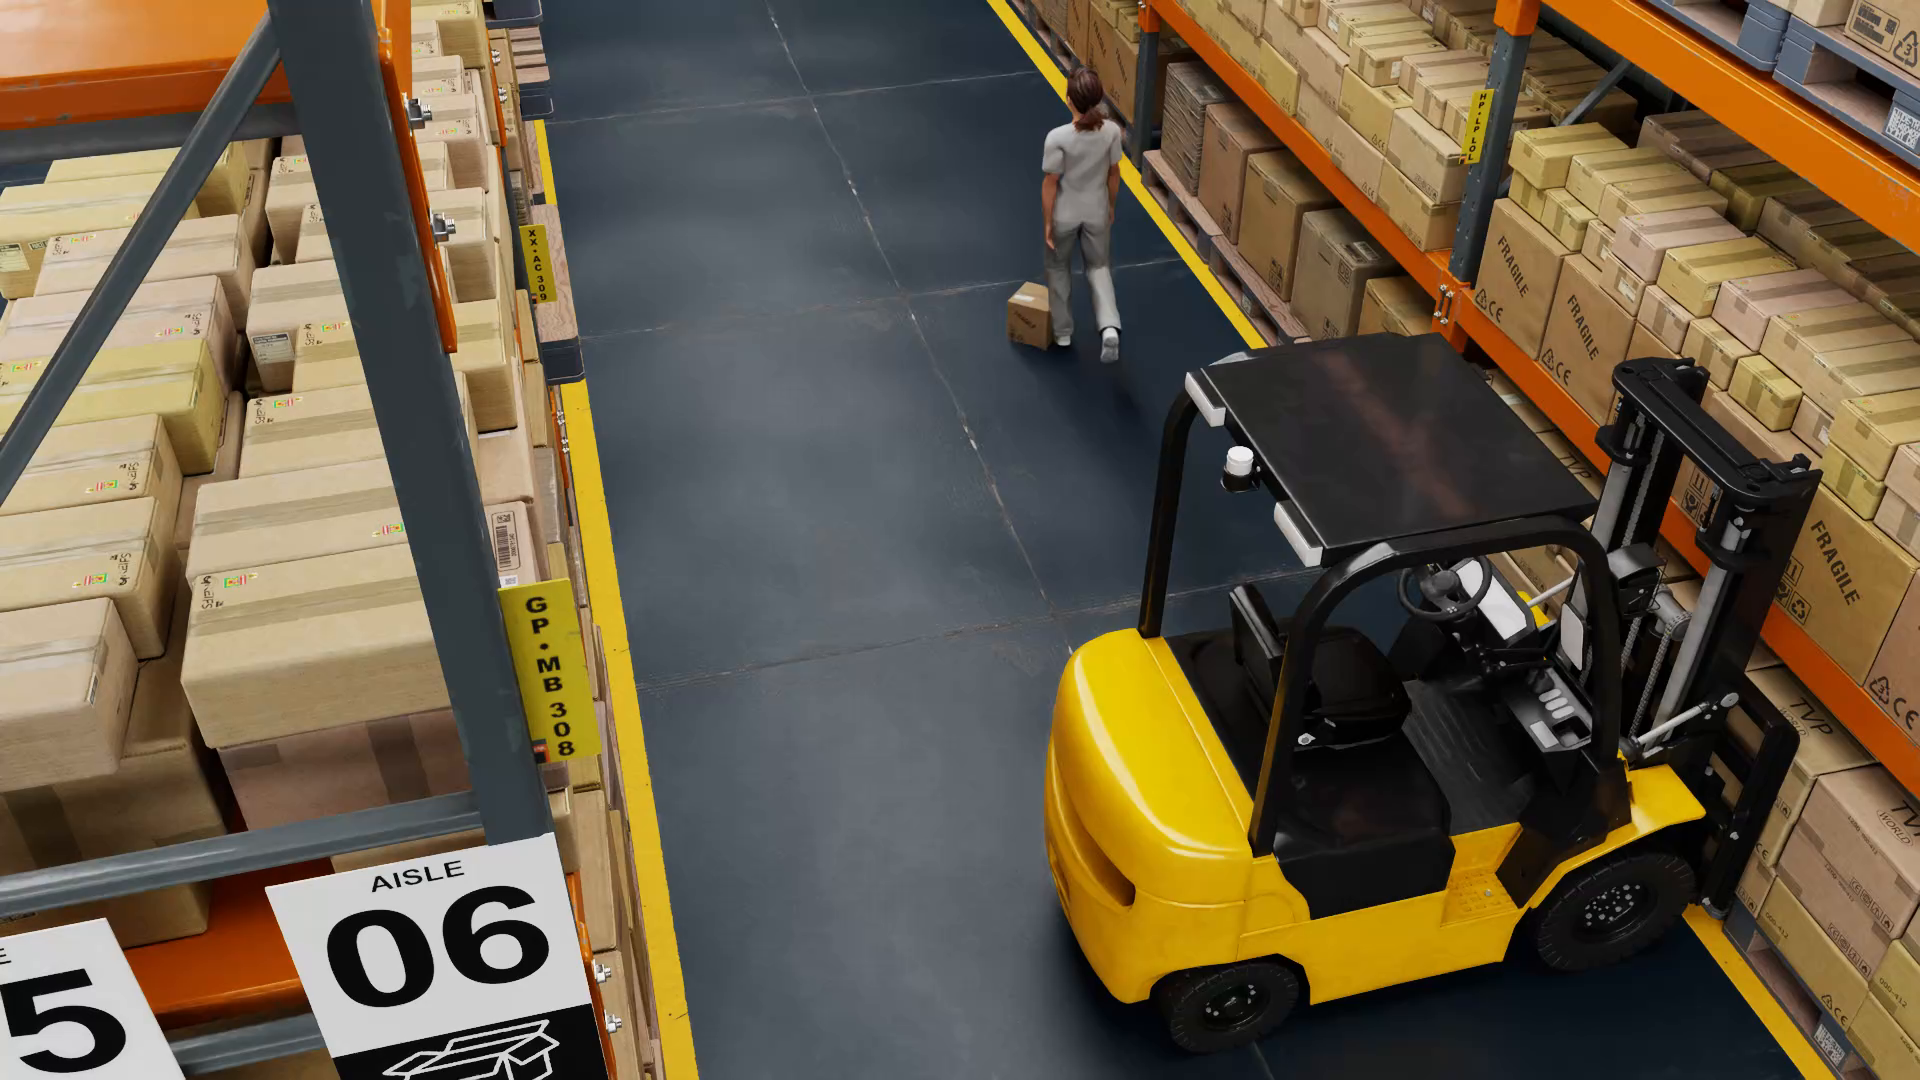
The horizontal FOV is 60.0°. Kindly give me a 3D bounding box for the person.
[{"bbox_3d":[0.639,-1.705,8.850,0.445,1.649,0.743,-8,39,-10],"label":"person"}]
